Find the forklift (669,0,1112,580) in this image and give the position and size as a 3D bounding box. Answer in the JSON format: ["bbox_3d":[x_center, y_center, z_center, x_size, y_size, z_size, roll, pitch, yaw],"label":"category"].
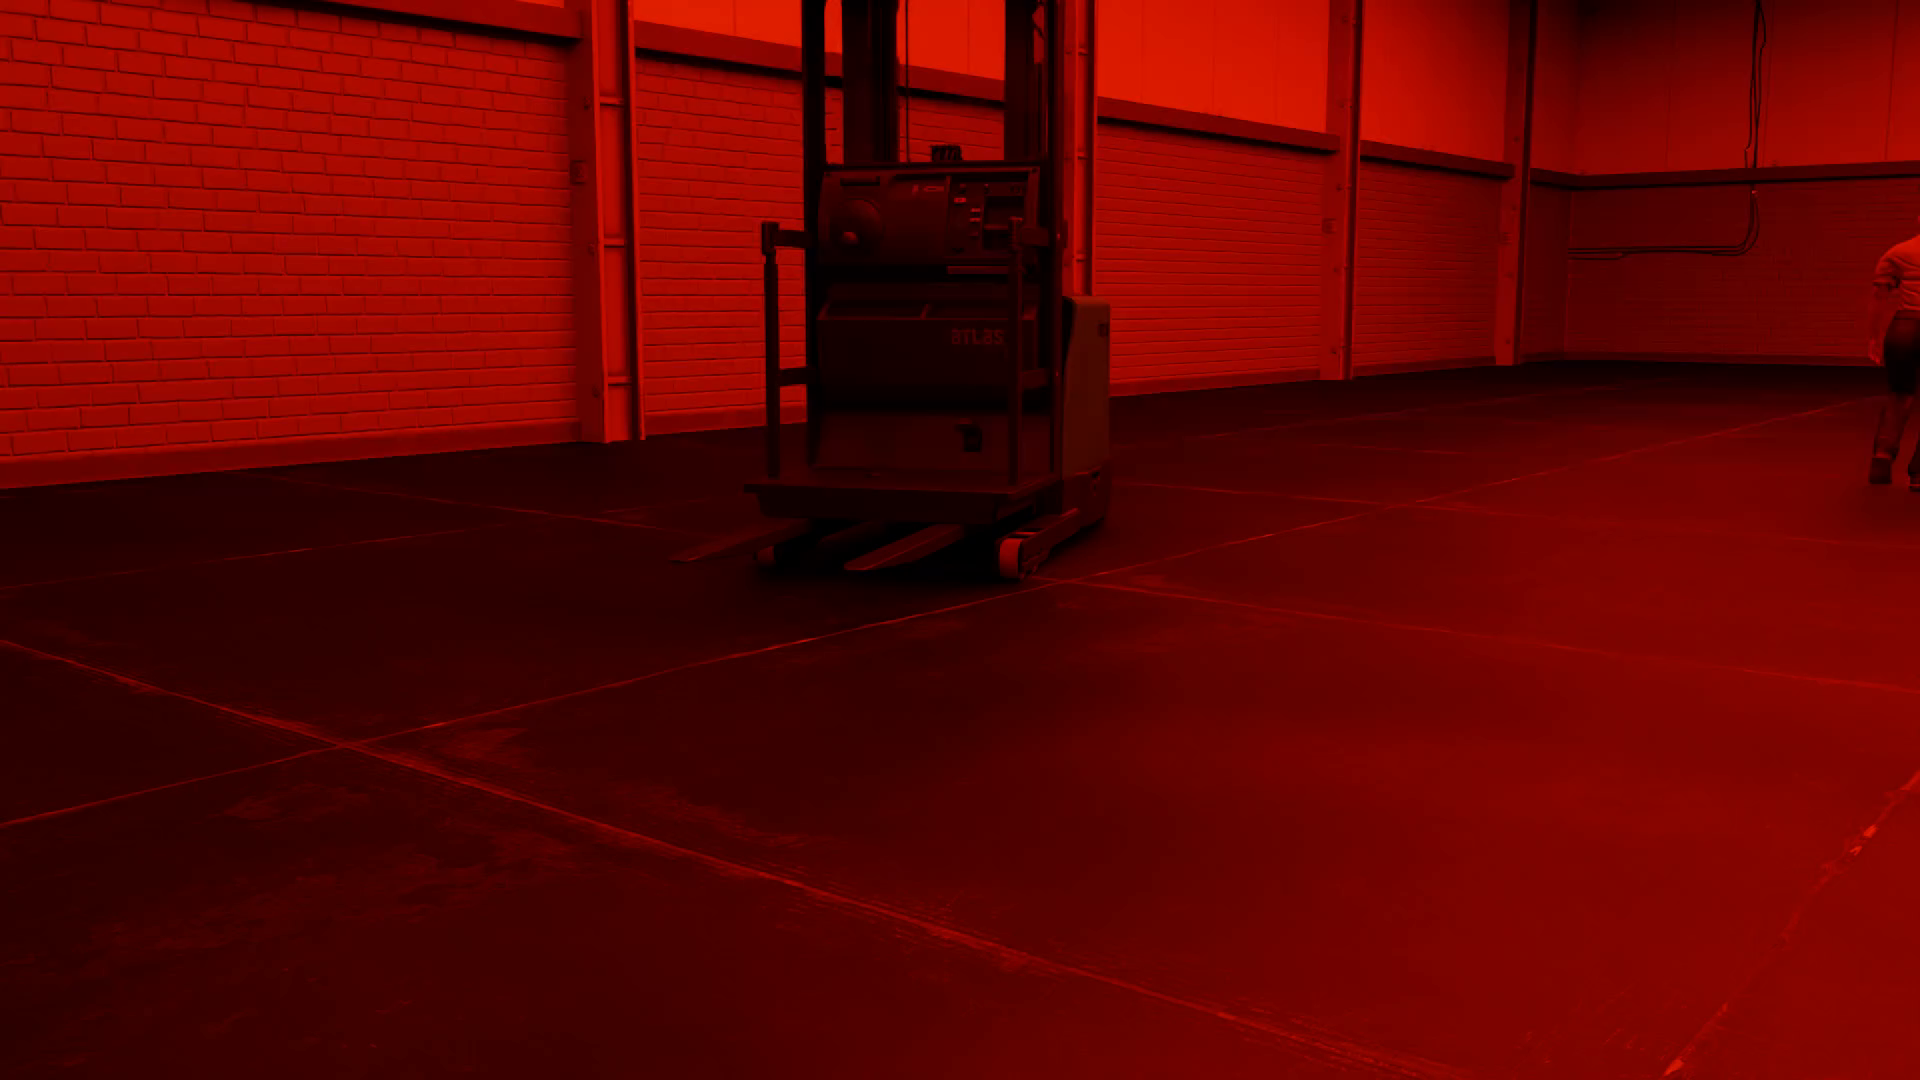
[{"bbox_3d":[-0.190,-1.359,6.569,1.130,2.935,3.031,3,9,17],"label":"forklift"}]

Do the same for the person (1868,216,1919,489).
[{"bbox_3d":[5.451,-1.093,9.355,0.472,1.659,0.583,-6,10,-36],"label":"person"}]
